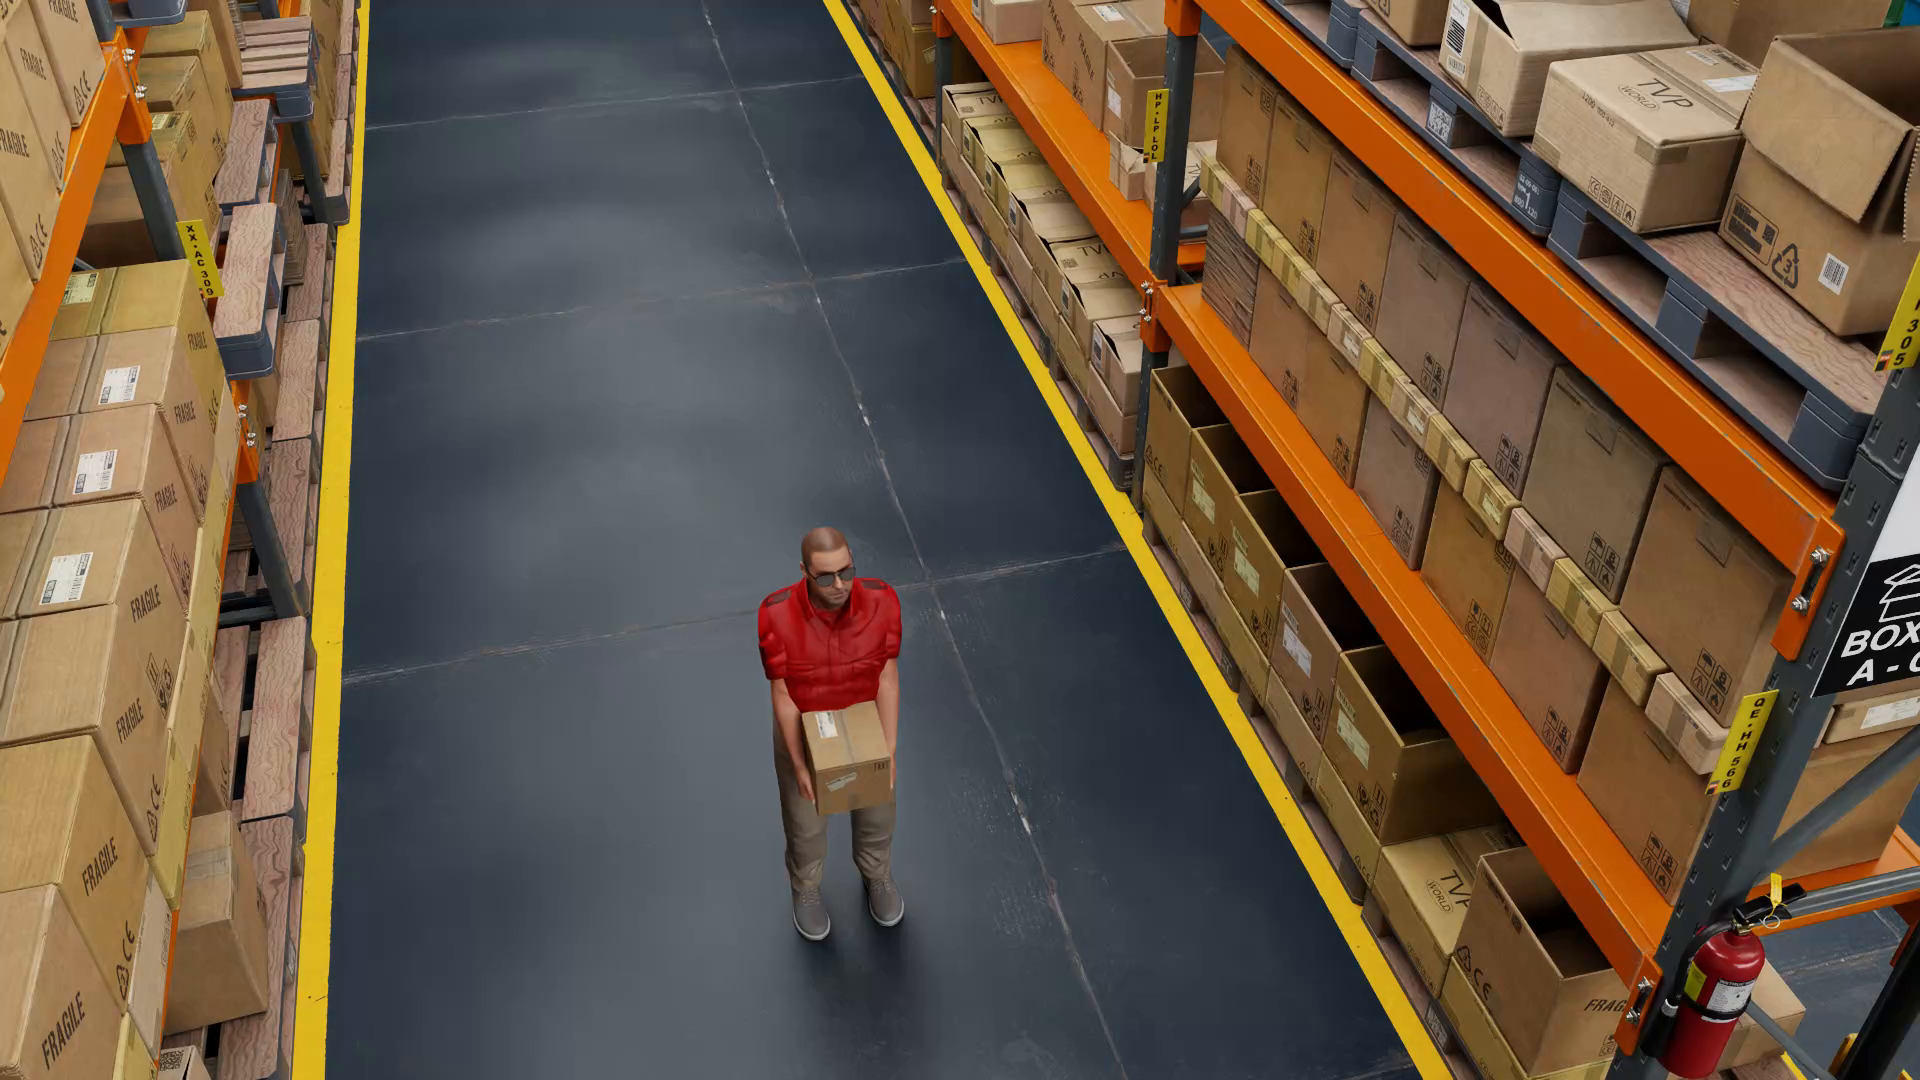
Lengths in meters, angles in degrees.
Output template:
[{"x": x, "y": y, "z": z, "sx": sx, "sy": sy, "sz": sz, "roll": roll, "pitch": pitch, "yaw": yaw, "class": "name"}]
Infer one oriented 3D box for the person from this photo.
[{"x": -0.423, "y": 0.684, "z": 5.847, "sx": 0.606, "sy": 1.728, "sz": 0.393, "roll": -11, "pitch": 39, "yaw": -14, "class": "person"}]
